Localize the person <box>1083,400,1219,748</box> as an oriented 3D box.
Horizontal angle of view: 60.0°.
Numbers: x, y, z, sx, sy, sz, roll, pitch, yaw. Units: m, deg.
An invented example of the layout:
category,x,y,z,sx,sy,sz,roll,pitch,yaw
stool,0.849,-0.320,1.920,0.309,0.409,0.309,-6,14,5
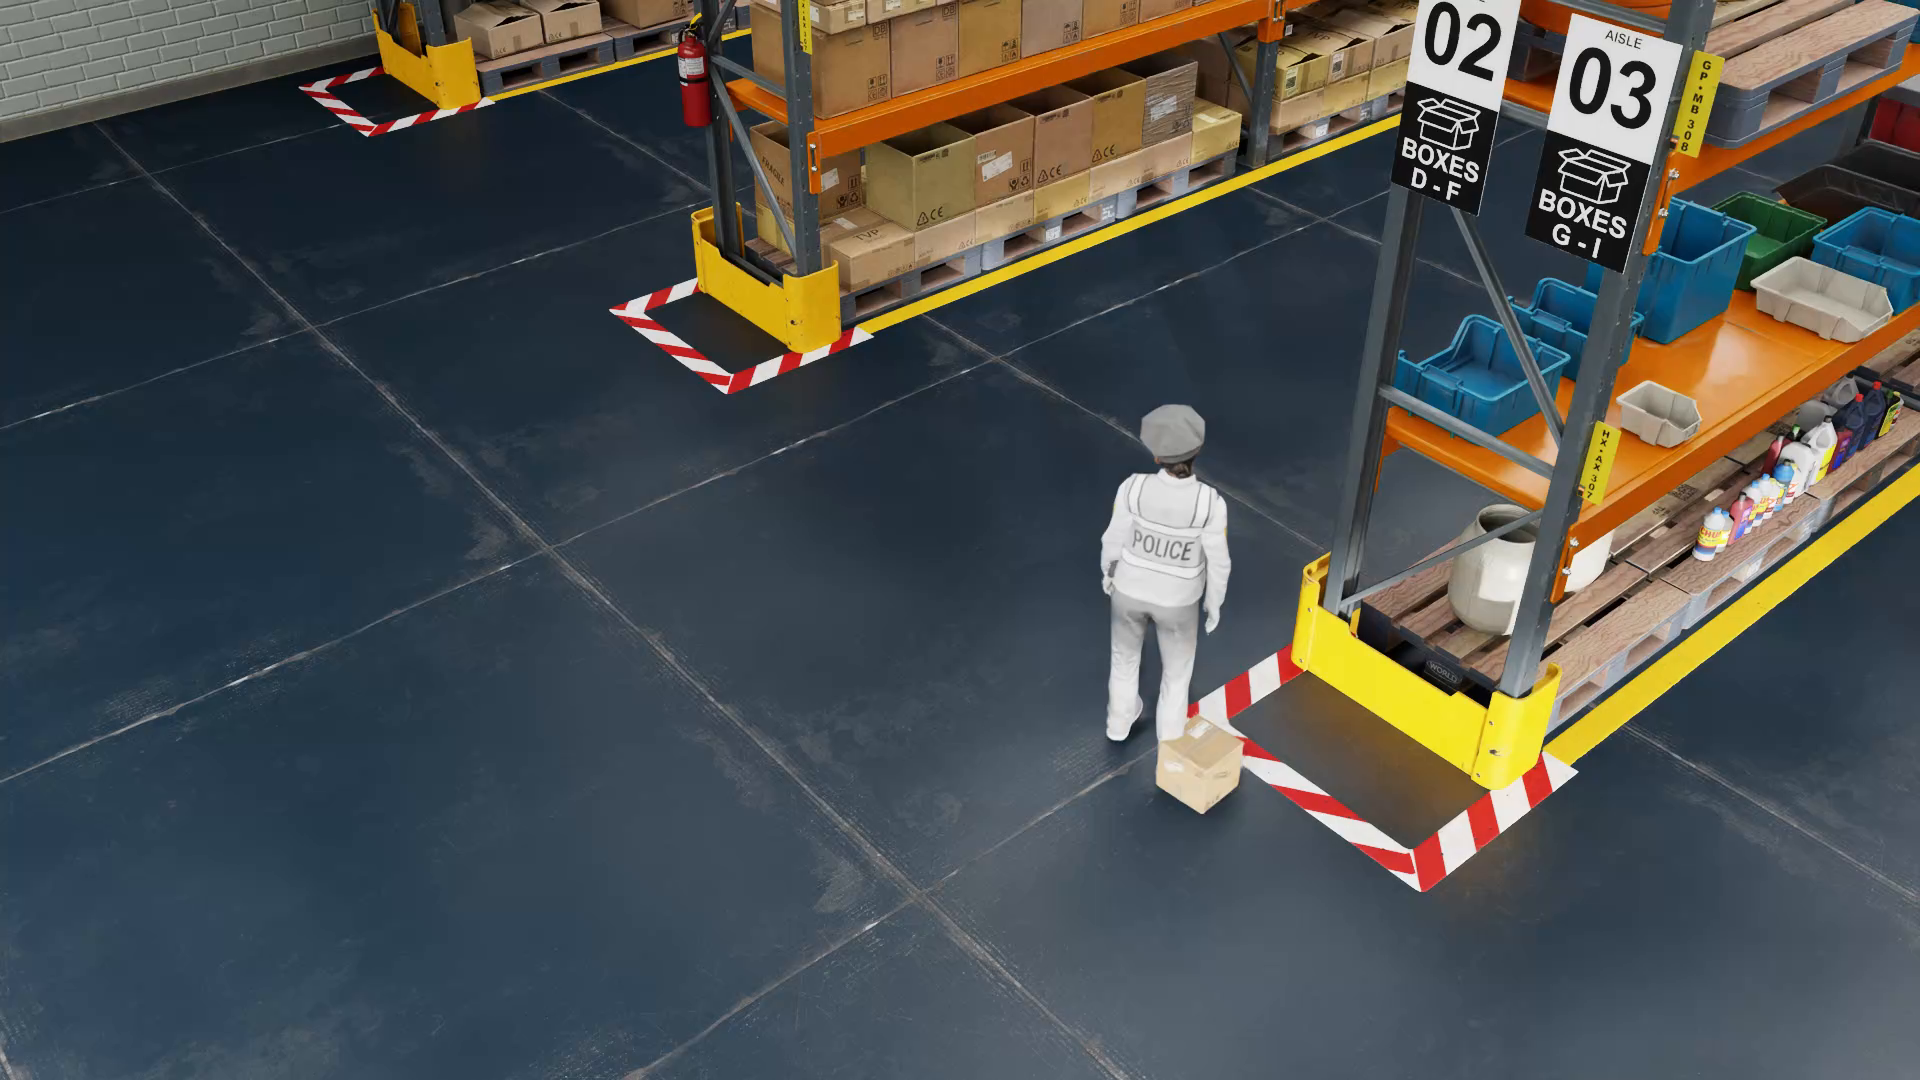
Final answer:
category,x,y,z,sx,sy,sz,roll,pitch,yaw
person,0.774,0.204,6.746,0.532,1.674,0.427,3,36,4
